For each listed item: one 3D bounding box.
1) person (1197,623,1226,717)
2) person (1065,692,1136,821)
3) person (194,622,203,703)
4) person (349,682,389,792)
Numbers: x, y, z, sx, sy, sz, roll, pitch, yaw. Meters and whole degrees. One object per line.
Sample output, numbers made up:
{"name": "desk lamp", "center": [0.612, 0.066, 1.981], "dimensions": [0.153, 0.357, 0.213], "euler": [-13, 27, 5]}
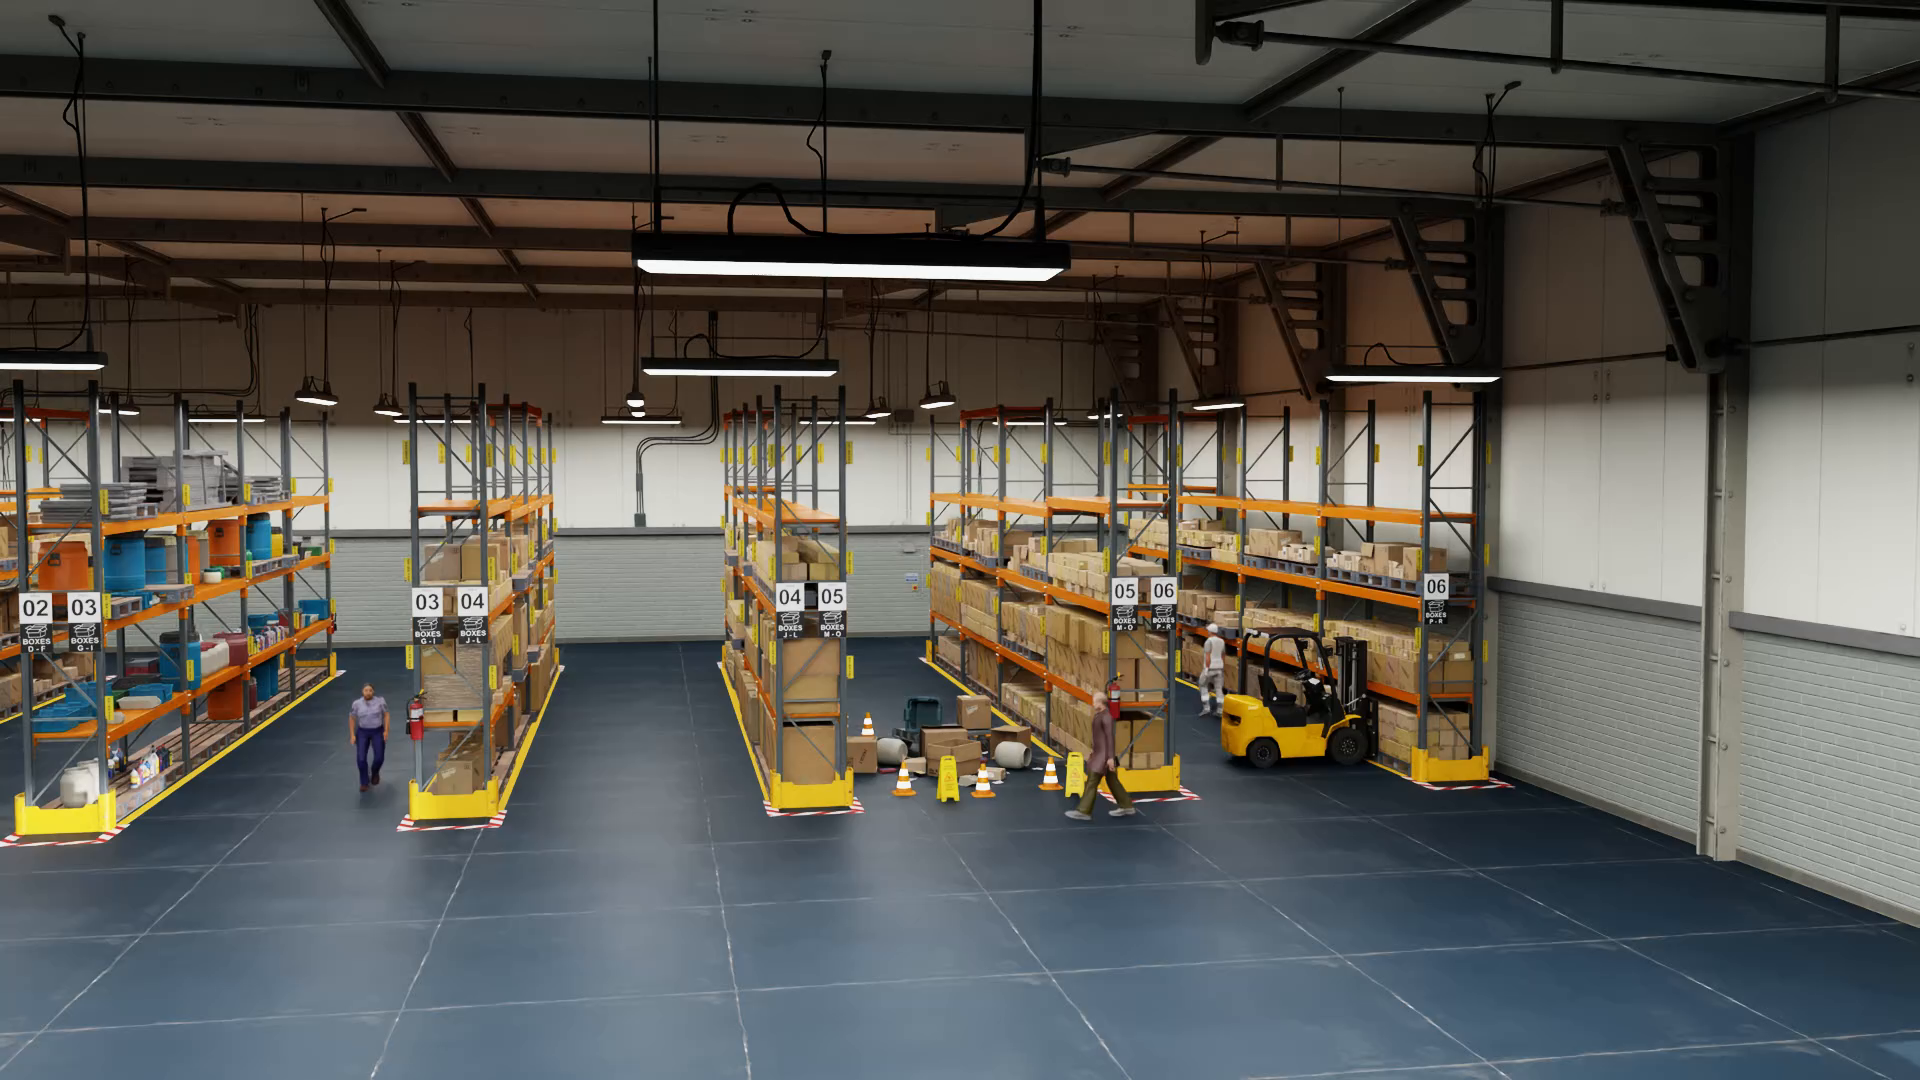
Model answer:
{"name": "person", "center": [4.874, 2.506, 31.839], "dimensions": [0.568, 1.808, 0.542], "euler": [-1, 3, -26]}
{"name": "person", "center": [1.940, 2.966, 22.929], "dimensions": [0.979, 1.742, 0.609], "euler": [0, 3, 3]}
{"name": "person", "center": [-15.595, 2.473, 33.648], "dimensions": [0.545, 1.677, 0.394], "euler": [-1, 3, -18]}
{"name": "person", "center": [-8.880, 2.933, 25.007], "dimensions": [0.571, 1.631, 0.538], "euler": [-1, 3, -17]}
